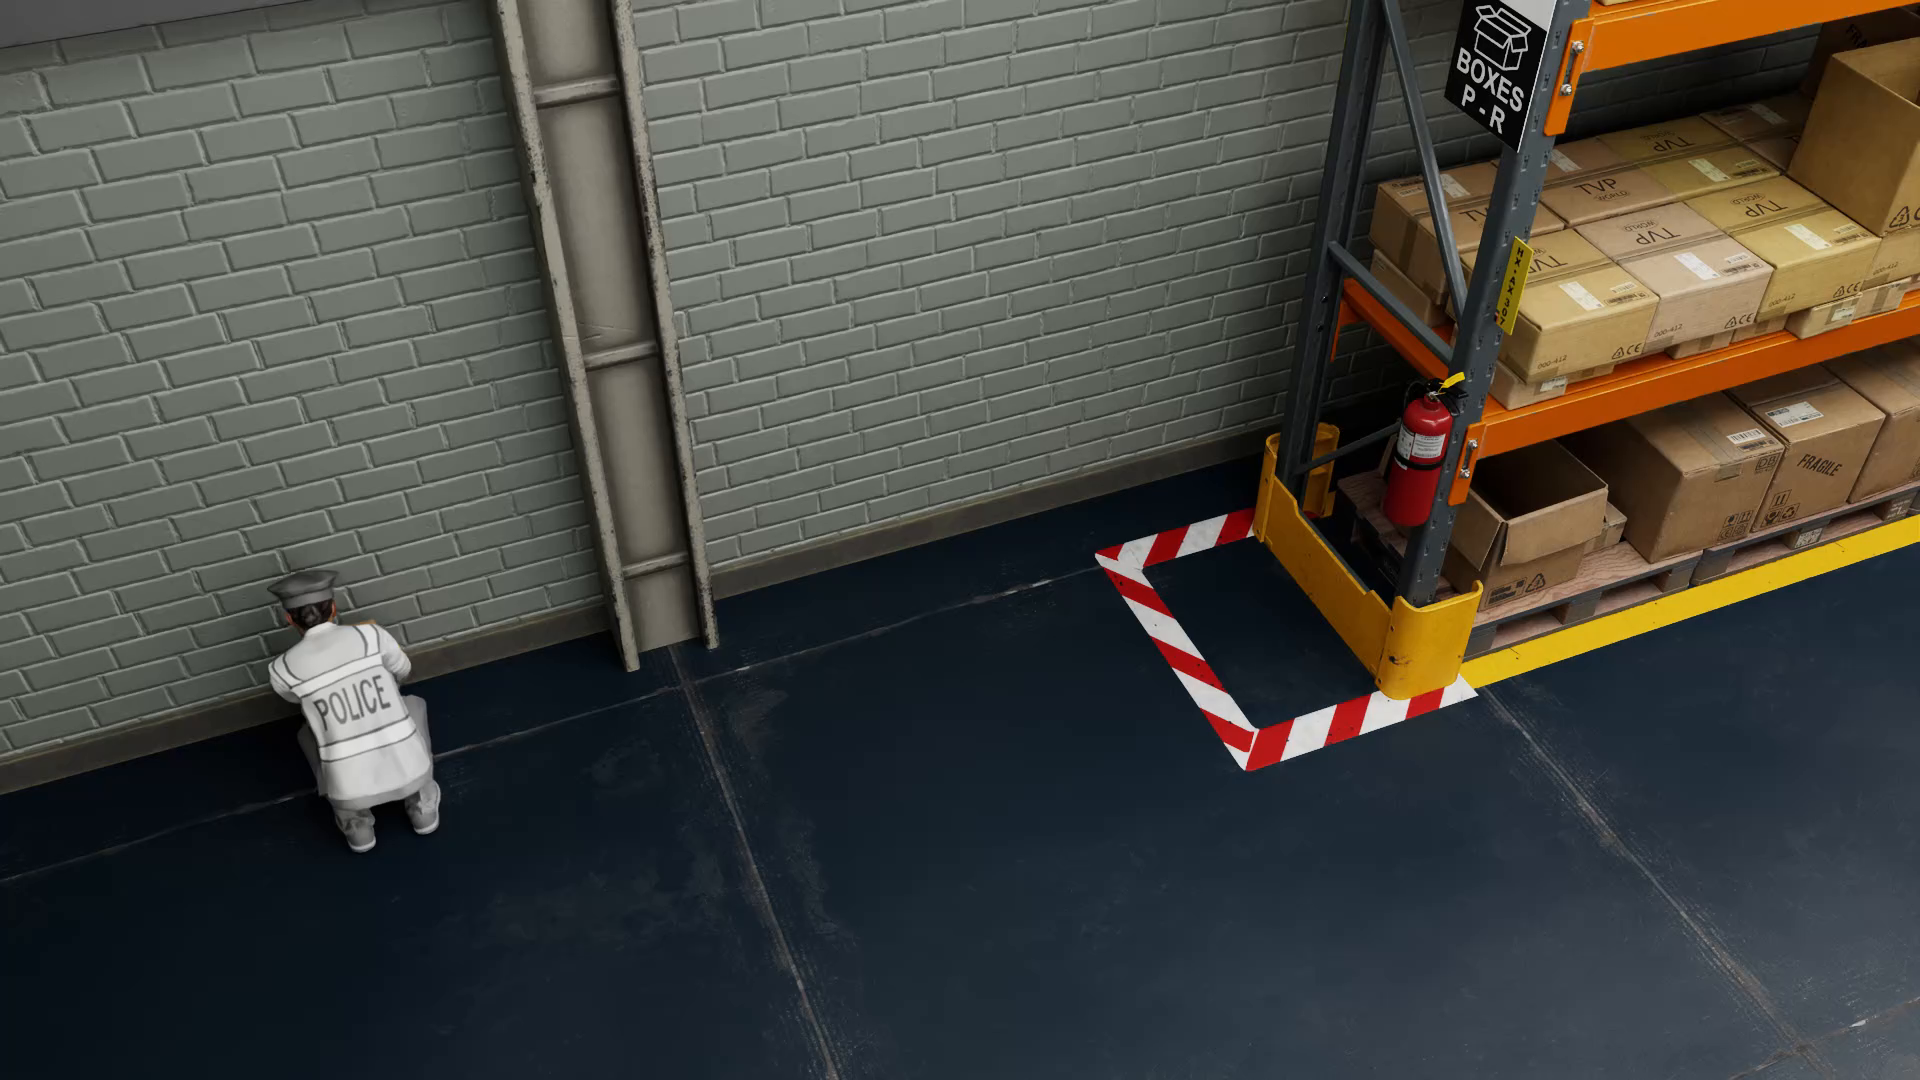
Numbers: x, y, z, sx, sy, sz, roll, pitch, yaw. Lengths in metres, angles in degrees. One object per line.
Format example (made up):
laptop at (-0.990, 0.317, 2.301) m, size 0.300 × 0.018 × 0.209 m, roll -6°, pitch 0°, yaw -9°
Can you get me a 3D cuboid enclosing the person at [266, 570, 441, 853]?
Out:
person at (-2.197, 0.598, 6.026) m, size 0.471 × 0.971 × 0.841 m, roll -16°, pitch 44°, yaw -17°
